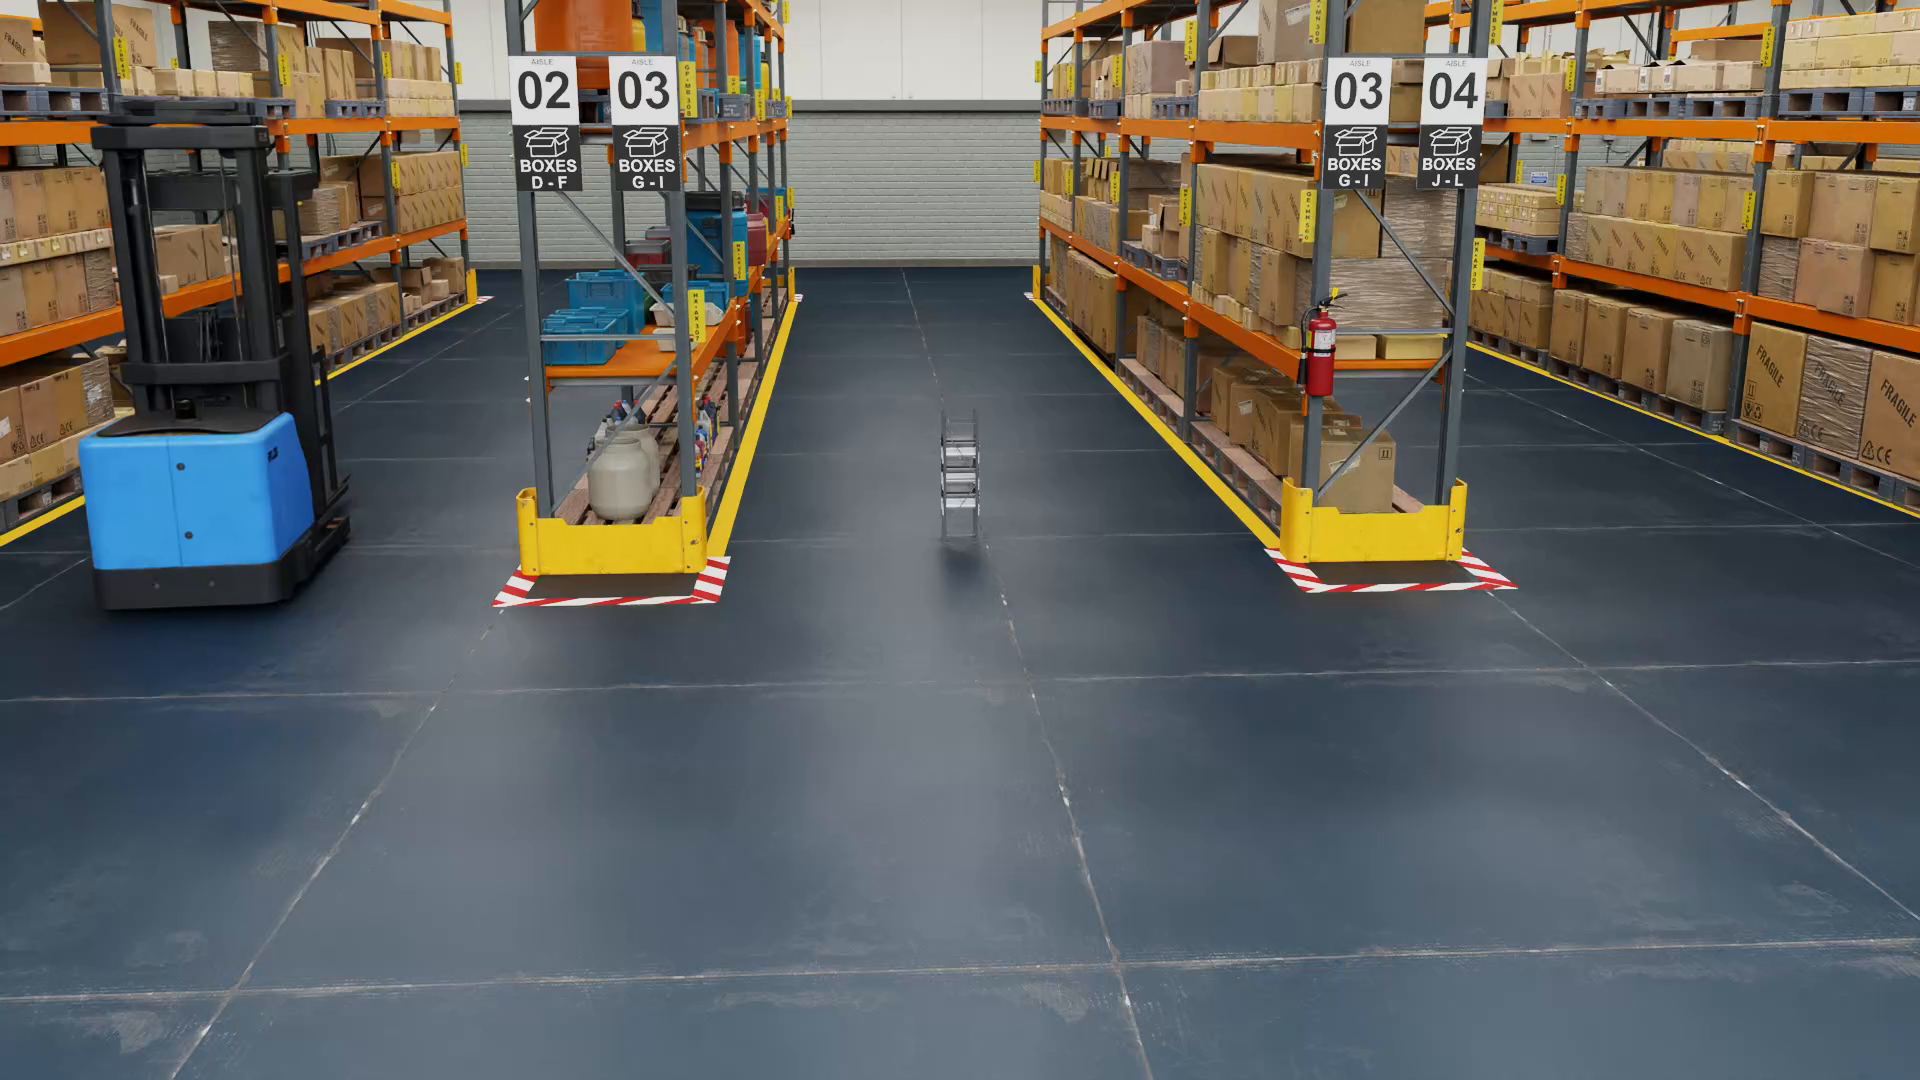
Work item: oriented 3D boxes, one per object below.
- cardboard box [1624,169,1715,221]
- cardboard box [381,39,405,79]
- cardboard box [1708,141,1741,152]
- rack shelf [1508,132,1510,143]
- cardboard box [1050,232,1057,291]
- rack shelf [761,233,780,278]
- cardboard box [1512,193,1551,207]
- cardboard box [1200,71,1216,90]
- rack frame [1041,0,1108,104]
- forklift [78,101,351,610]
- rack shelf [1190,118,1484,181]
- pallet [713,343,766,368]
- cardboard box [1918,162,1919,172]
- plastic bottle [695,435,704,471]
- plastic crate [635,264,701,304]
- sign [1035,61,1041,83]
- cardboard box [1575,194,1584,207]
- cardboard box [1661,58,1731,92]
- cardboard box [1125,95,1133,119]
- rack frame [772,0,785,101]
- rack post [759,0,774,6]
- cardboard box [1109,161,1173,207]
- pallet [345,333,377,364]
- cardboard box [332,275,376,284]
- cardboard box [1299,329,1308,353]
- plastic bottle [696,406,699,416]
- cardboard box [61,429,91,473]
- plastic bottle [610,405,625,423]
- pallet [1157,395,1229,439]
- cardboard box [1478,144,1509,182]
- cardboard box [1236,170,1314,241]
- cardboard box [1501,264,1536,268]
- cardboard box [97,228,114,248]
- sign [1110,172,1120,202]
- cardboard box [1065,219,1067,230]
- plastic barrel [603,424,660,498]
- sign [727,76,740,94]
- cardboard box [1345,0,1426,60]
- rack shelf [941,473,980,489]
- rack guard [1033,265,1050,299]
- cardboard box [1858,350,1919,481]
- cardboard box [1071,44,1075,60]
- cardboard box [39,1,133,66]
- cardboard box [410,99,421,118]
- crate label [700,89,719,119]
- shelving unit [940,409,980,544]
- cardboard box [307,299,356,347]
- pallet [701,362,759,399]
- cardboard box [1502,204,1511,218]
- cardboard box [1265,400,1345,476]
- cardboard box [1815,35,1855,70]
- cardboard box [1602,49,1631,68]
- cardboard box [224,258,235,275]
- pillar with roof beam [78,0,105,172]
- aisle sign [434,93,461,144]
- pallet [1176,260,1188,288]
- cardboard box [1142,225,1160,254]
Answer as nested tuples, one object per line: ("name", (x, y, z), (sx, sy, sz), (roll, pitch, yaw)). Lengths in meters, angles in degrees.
("cardboard box", (7.295, -3.543, 17.069), (0.700, 0.500, 0.500), (-1, 14, -4))
("cardboard box", (-7.839, -6.399, 22.149), (0.700, 0.500, 0.500), (-1, 14, -3))
("cardboard box", (11.461, -5.898, 24.920), (0.380, 0.149, 0.250), (-1, 14, -3))
("rack shelf", (6.839, -5.972, 24.140), (1.077, 0.370, 4.000), (-1, 14, -3))
("cardboard box", (1.878, -4.330, 25.756), (0.875, 0.875, 0.875), (-1, 14, -3))
("rack shelf", (-2.813, -3.396, 20.151), (1.077, 0.370, 4.000), (-1, 14, -3))
("cardboard box", (6.693, -3.988, 19.472), (0.380, 0.149, 0.250), (0, 14, -2))
("cardboard box", (2.215, -3.817, 13.821), (0.380, 0.149, 0.250), (-1, 14, -5))
("rack frame", (1.759, -8.219, 25.410), (1.000, 3.000, 0.127), (-1, 14, -3))
("forklift", (-4.744, -1.332, 10.820), (1.130, 2.935, 3.031), (-2, 15, -8))
("rack shelf", (2.626, -2.936, 12.341), (1.077, 0.370, 4.000), (-1, 14, -3))
("pallet", (-2.780, -2.092, 19.235), (1.003, 0.211, 1.213), (-1, 14, -3))
("cardboard box", (11.812, -4.261, 19.862), (0.500, 0.500, 0.500), (-1, 14, -2))
("plastic bottle", (-1.991, -0.668, 12.670), (0.061, 0.283, 0.133), (-1, 14, -3))
("plastic crate", (-2.536, -2.090, 13.755), (0.767, 0.338, 0.504), (-1, 14, -3))
("sign", (1.204, -7.221, 25.638), (0.100, 0.325, 0.005), (-1, 14, -3))
("cardboard box", (7.356, -3.930, 19.248), (0.380, 0.149, 0.250), (-1, 14, -5))
("cardboard box", (7.131, -4.474, 16.012), (0.500, 0.311, 0.500), (-1, 14, -5))
("cardboard box", (2.029, -4.583, 17.600), (0.500, 0.250, 0.500), (-1, 14, -2))
("rack frame", (-3.185, -8.142, 25.113), (1.000, 3.000, 0.127), (-1, 14, -3))
("rack post", (-2.685, -6.404, 19.360), (0.937, 0.300, 0.954), (1, 14, 3))
("cardboard box", (2.187, -4.202, 19.625), (0.797, 0.503, 0.637), (-1, 14, -2))
("pallet", (-7.714, -2.310, 20.082), (1.003, 0.211, 1.213), (-1, 14, -3))
("cardboard box", (-8.200, -3.306, 22.491), (0.500, 0.500, 0.500), (-1, 14, -3))
("cardboard box", (2.511, -1.342, 11.228), (0.380, 0.149, 0.250), (-1, 14, -3))
("plastic bottle", (-2.258, -1.025, 13.923), (0.144, 0.351, 0.185), (-1, 14, -3))
("cardboard box", (-7.072, -0.688, 12.857), (0.500, 0.250, 0.500), (-1, 14, -3))
("plastic bottle", (-2.794, -0.929, 13.549), (0.144, 0.351, 0.185), (-1, 15, -6))
("pallet", (2.452, -1.172, 15.658), (1.003, 0.211, 1.213), (-1, 14, -3))
("cardboard box", (7.178, -5.163, 22.768), (0.500, 0.500, 0.500), (-1, 14, -2))
("cardboard box", (2.381, -2.517, 12.485), (0.500, 0.500, 0.500), (-1, 14, -3))
("cardboard box", (7.280, -3.417, 21.454), (0.500, 0.250, 0.500), (0, 14, -1))
("cardboard box", (-7.155, -2.475, 13.624), (0.380, 0.149, 0.250), (-1, 14, -3))
("sign", (1.700, -3.875, 18.244), (0.100, 0.325, 0.005), (-1, 14, -3))
("cardboard box", (1.644, -4.332, 22.847), (0.380, 0.149, 0.250), (-1, 14, -2))
("plastic barrel", (-2.342, -0.543, 11.769), (0.421, 0.512, 0.421), (0, 14, 0))
("sign", (-1.892, -3.715, 13.909), (0.100, 0.325, 0.005), (-1, 14, -3))
("cardboard box", (2.927, -3.595, 11.658), (0.500, 0.500, 0.500), (-1, 14, -4))
("rack shelf", (0.000, -0.406, 11.430), (0.258, 0.077, 0.200), (-1, 14, -3))
("rack guard", (1.757, -4.109, 26.492), (1.175, 0.500, 0.348), (-1, 14, -3))
("cardboard box", (7.542, -0.946, 12.606), (0.875, 0.875, 0.875), (-1, 14, -4))
("cardboard box", (1.874, -6.927, 23.660), (0.500, 0.250, 0.500), (-1, 14, -5))
("cardboard box", (-7.384, -4.278, 14.065), (0.500, 0.500, 0.500), (-1, 14, -3))
("cardboard box", (-7.721, -5.920, 22.797), (0.500, 0.250, 0.500), (-1, 14, -3))
("crate label", (-1.980, -3.109, 11.869), (0.502, 0.251, 0.408), (-1, 14, -3))
("shelving unit", (0.000, -0.438, 11.422), (0.258, 0.900, 0.210), (-1, 14, -3))
("cardboard box", (-7.440, -2.547, 19.539), (0.500, 0.500, 0.500), (-1, 14, -4))
("pallet", (-2.680, -1.704, 17.724), (1.003, 0.211, 1.213), (-1, 14, -3))
("cardboard box", (6.674, -3.911, 19.771), (0.380, 0.149, 0.250), (-1, 14, -3))
("cardboard box", (2.637, -0.787, 12.738), (0.500, 0.500, 0.500), (0, 14, 2))
("cardboard box", (7.242, -3.905, 13.324), (0.500, 0.250, 0.500), (-1, 14, -4))
("cardboard box", (7.429, -5.480, 19.049), (0.396, 0.266, 0.258), (-1, 14, -3))
("cardboard box", (-7.498, -2.734, 16.636), (0.380, 0.149, 0.250), (0, 14, 1))
("pillar with roof beam", (-9.807, -8.714, 27.335), (9.100, 9.000, 0.400), (-1, 14, -3))
("aisle sign", (-7.827, -6.442, 25.327), (0.394, 0.787, 0.004), (-1, 14, -3))
("pallet", (2.600, -2.428, 15.330), (1.003, 0.211, 1.213), (-1, 14, -3))
("cardboard box", (2.129, -3.034, 16.757), (0.500, 0.250, 0.500), (-1, 14, -5))
